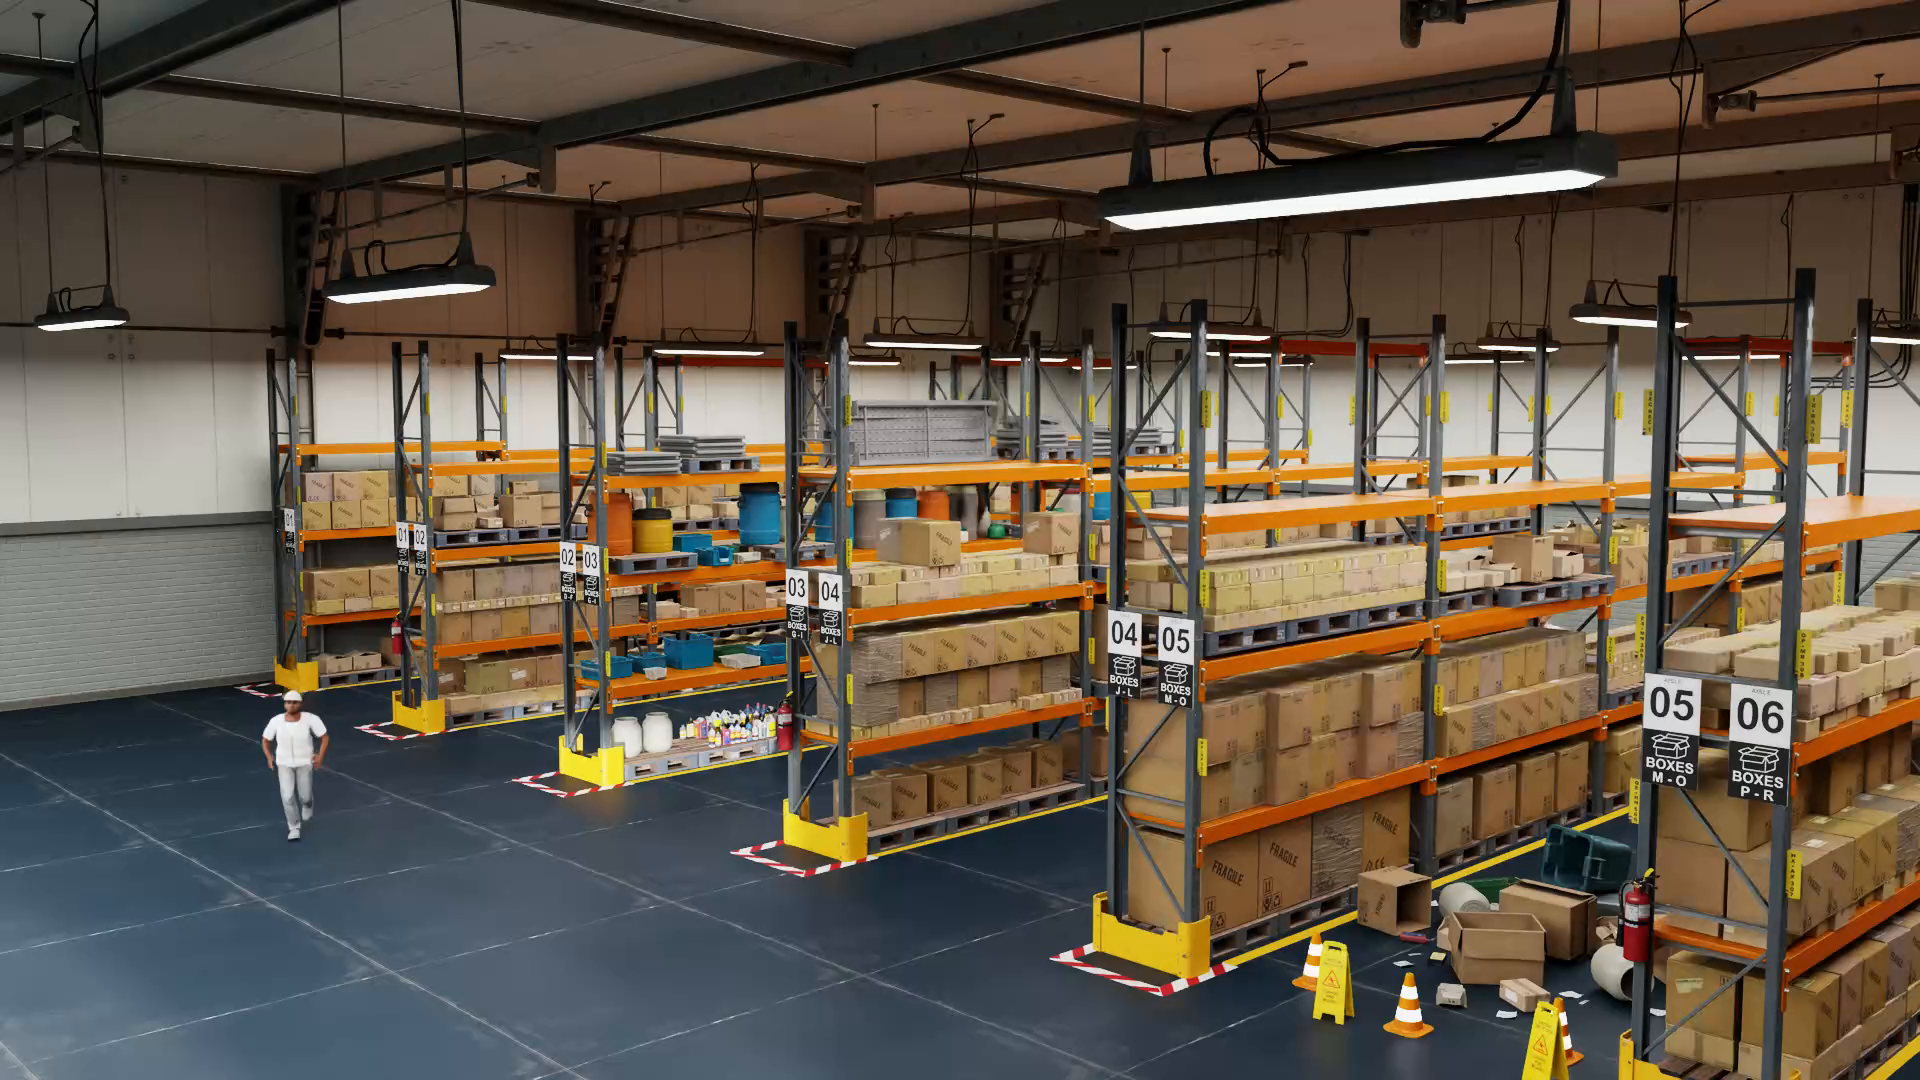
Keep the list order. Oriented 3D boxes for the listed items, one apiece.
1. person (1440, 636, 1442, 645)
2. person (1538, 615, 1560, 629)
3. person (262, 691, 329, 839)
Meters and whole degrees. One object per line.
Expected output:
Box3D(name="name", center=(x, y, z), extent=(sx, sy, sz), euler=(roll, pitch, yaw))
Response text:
Box3D(name="person", center=(6.968, 2.203, 24.419), extent=(0.562, 1.681, 0.963), euler=(4, 7, 41))
Box3D(name="person", center=(9.400, 1.976, 26.838), extent=(0.696, 1.731, 0.639), euler=(5, 7, 43))
Box3D(name="person", center=(-7.804, 2.614, 19.530), extent=(0.741, 1.725, 0.662), euler=(-1, 5, -16))
